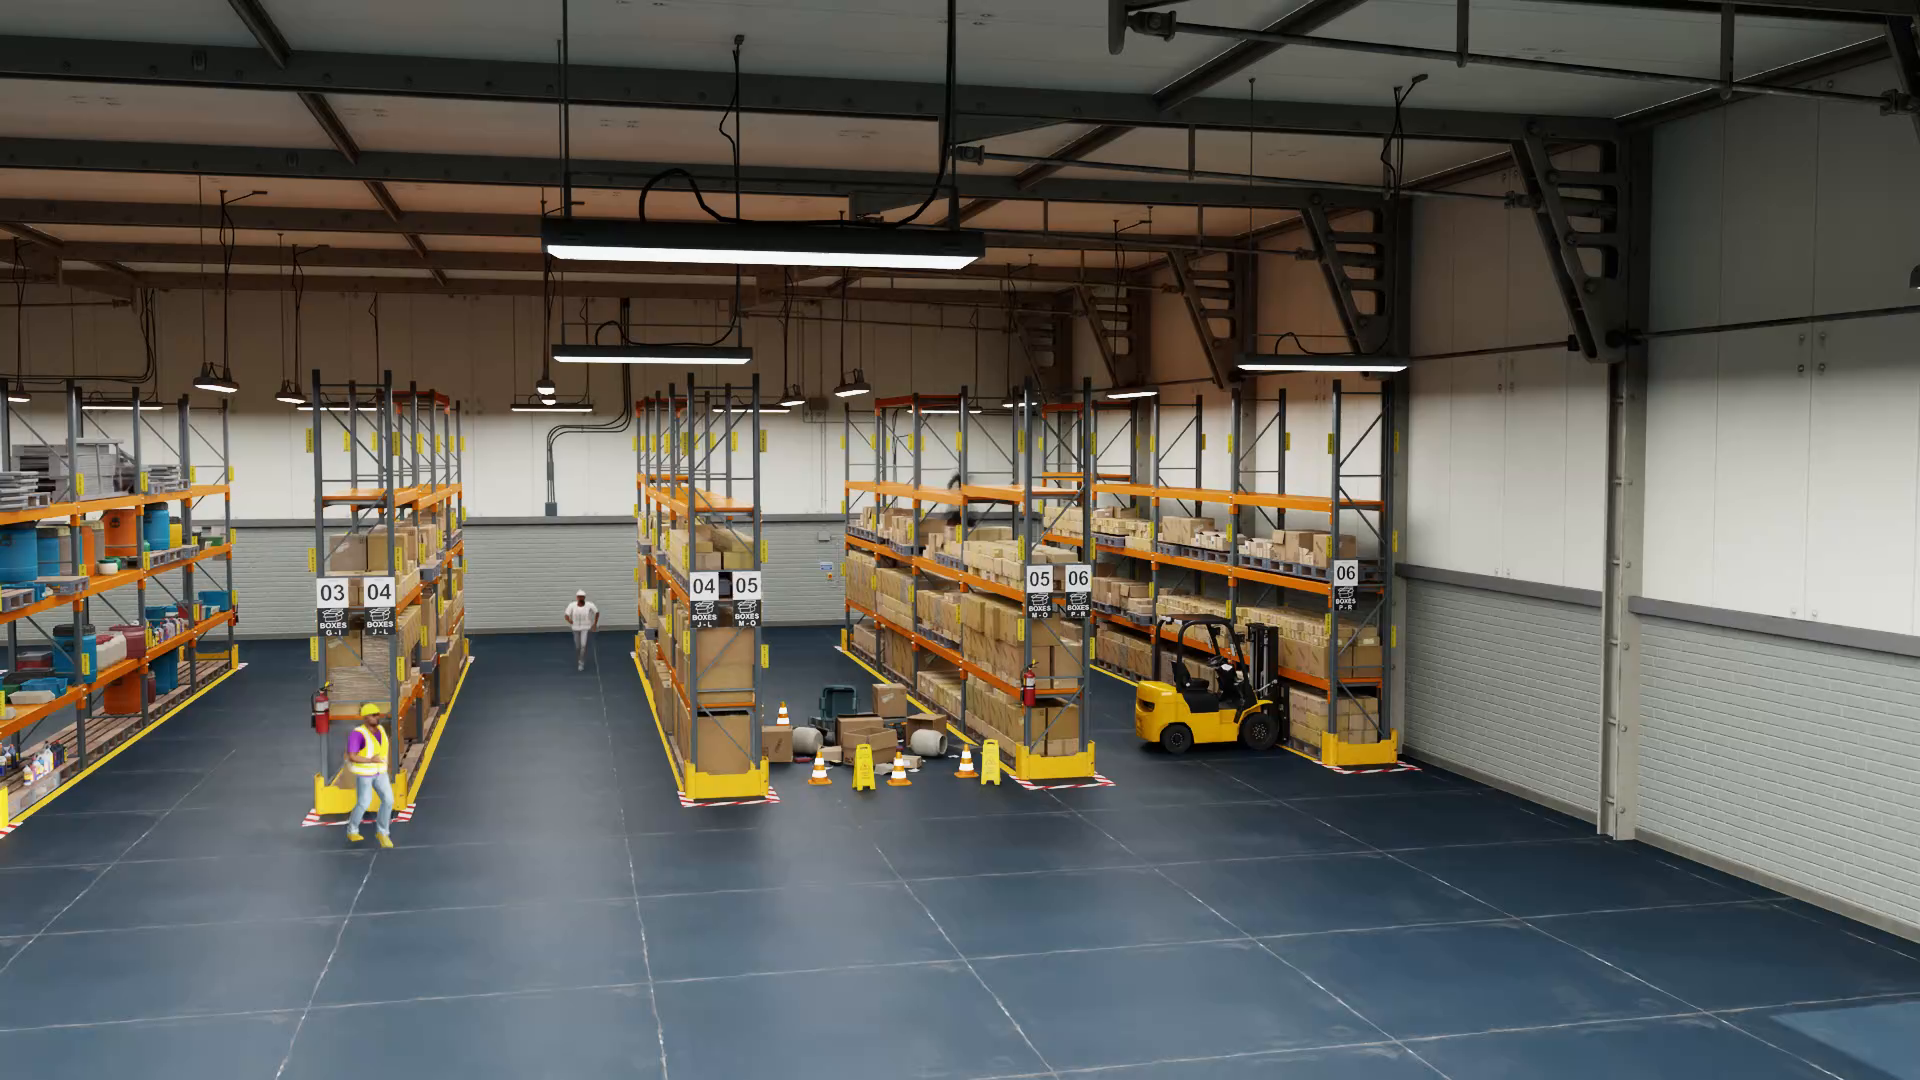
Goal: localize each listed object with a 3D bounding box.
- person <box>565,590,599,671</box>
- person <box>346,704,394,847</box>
[{"bbox_3d":[-8.447,1.998,37.107,0.739,1.764,0.862,0,3,-2],"label":"person"},{"bbox_3d":[-7.314,2.945,20.662,0.749,1.840,0.703,2,4,30],"label":"person"}]
